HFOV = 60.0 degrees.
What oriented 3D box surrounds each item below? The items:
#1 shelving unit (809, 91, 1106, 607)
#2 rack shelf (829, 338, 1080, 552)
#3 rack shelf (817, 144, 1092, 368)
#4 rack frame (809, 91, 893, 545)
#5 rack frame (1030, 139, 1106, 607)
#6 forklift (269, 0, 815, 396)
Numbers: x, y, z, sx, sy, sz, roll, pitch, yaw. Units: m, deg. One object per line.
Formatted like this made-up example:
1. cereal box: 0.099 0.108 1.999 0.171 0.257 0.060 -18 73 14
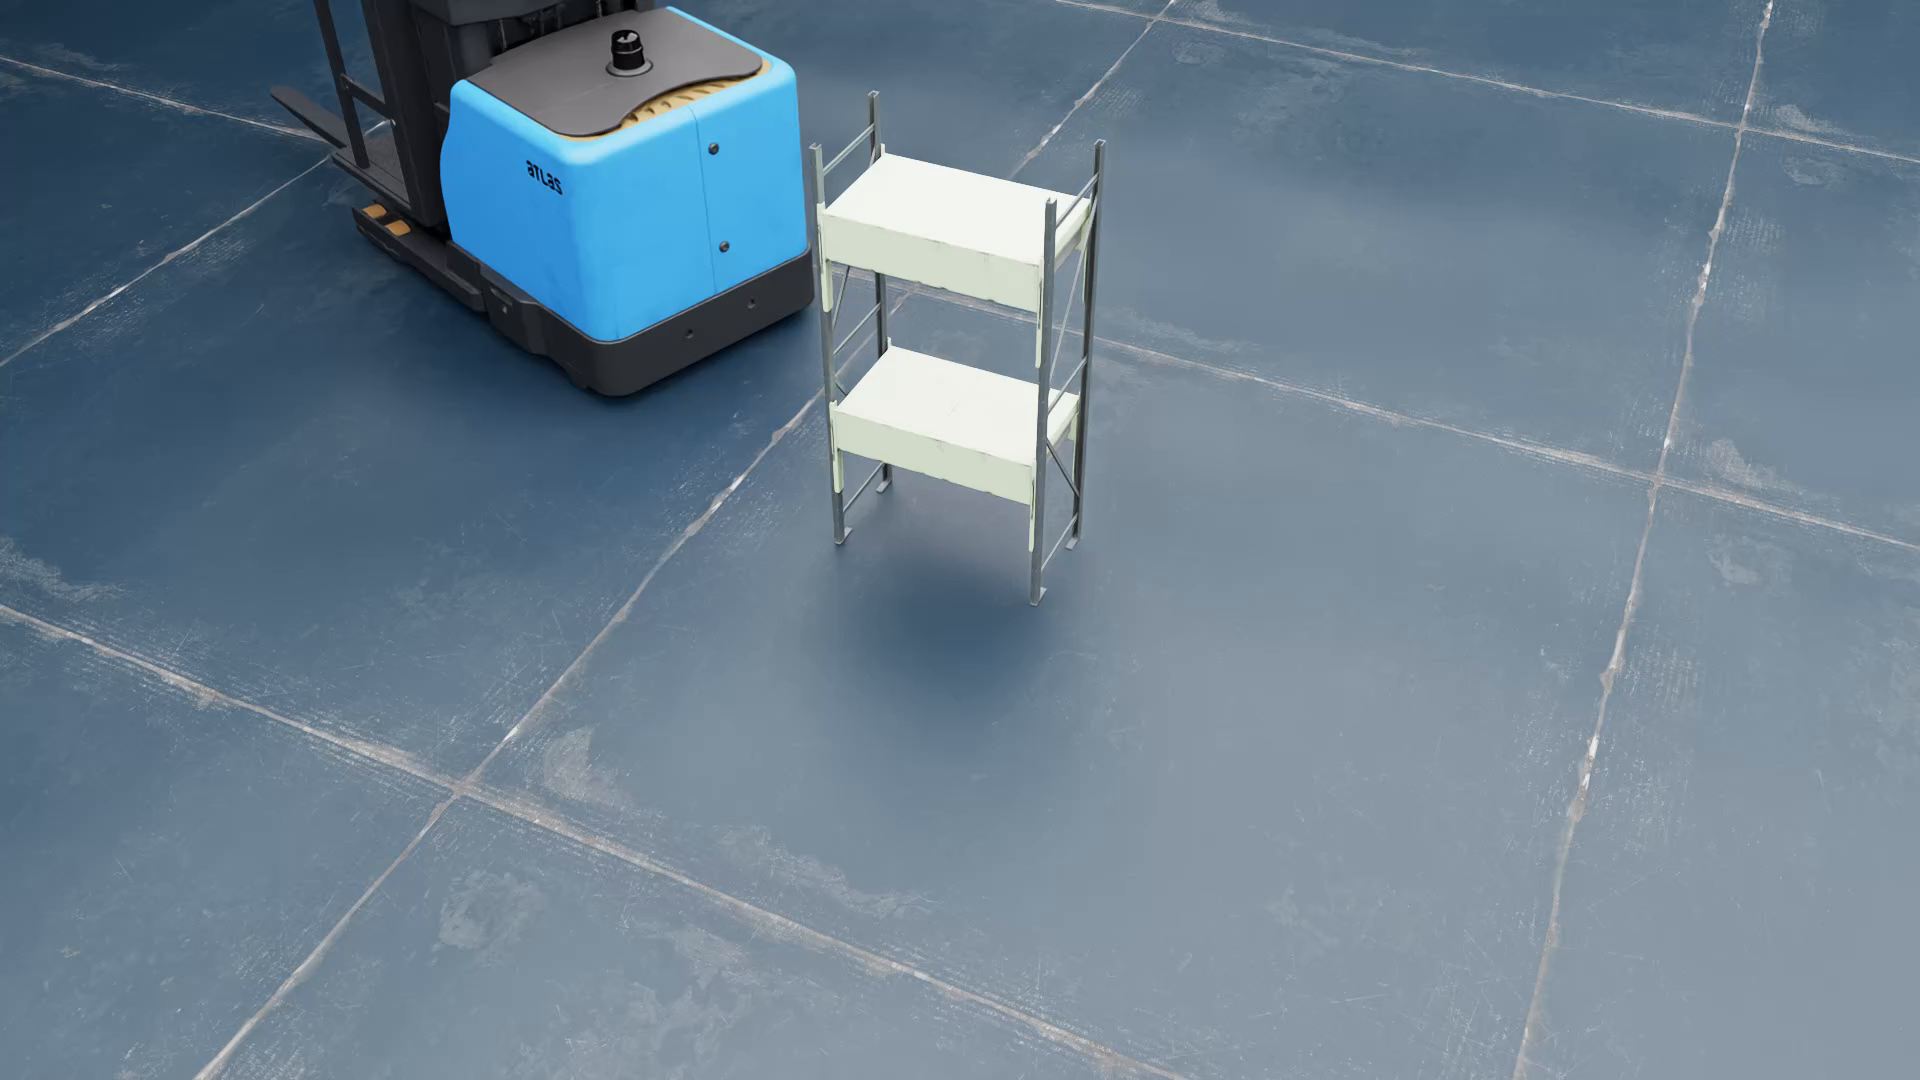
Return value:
1. shelving unit: -0.006 -0.569 5.261 0.755 1.500 0.431 17 44 19
2. rack shelf: -0.006 -0.322 5.474 0.720 0.370 0.431 17 44 19
3. rack shelf: -0.006 -0.863 5.005 0.720 0.370 0.431 17 44 19
4. rack frame: -0.338 -0.670 5.378 0.023 1.500 0.400 17 44 19
5. rack frame: 0.326 -0.467 5.144 0.023 1.500 0.400 17 44 19
6. forklift: -1.979 -2.516 6.415 1.130 2.935 3.031 -32 50 -32
